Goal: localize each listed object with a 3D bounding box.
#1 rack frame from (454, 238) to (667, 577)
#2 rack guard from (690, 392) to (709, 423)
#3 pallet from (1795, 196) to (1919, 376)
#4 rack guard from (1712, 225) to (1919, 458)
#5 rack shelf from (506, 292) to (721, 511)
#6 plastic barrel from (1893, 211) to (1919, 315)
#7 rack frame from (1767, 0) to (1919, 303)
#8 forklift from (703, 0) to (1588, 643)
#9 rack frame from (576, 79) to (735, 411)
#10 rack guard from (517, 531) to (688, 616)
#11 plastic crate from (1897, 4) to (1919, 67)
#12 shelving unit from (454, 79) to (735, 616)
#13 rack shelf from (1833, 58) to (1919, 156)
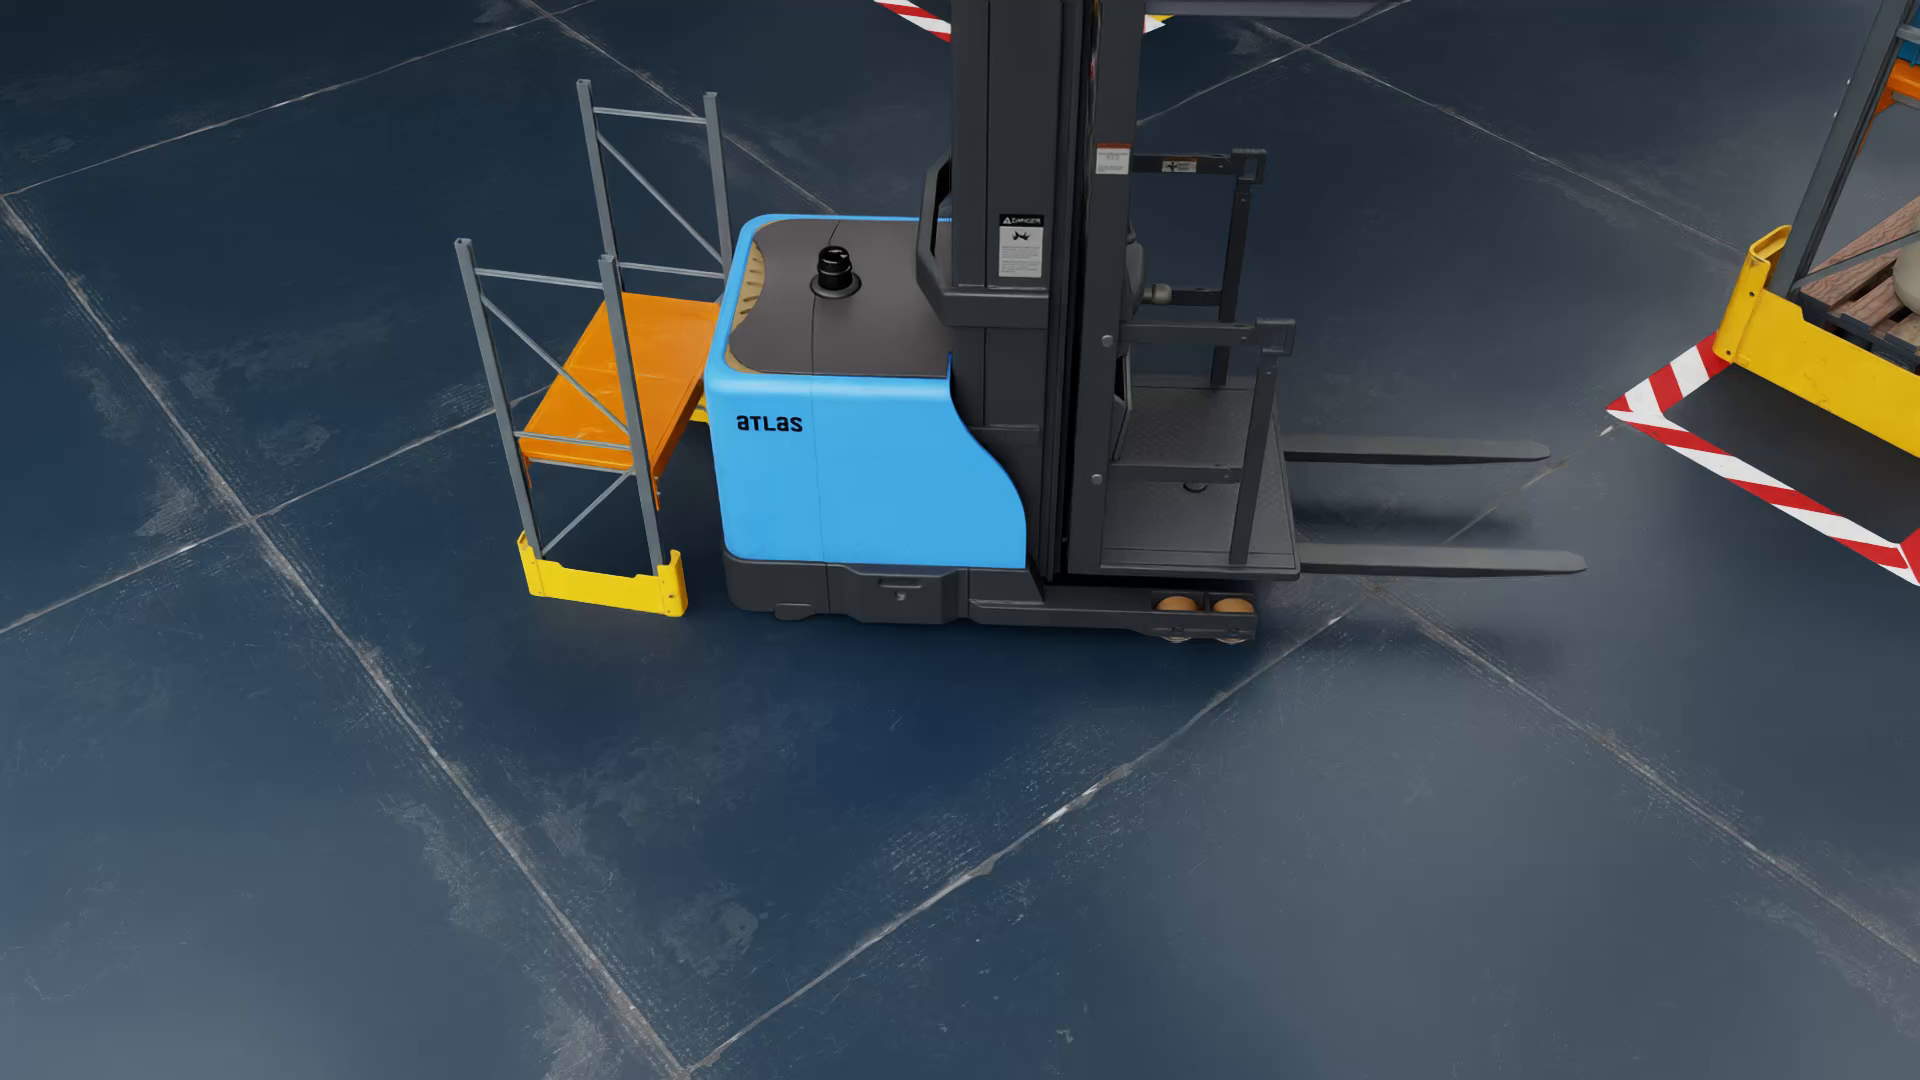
[{"bbox_3d":[-1.277,-0.325,5.500,0.500,1.500,0.032,8,44,8],"label":"rack frame"},{"bbox_3d":[-1.077,-0.551,6.654,0.587,0.250,0.087,8,44,8],"label":"rack guard"},{"bbox_3d":[4.324,-1.013,7.174,1.213,0.211,1.003,-30,51,-28],"label":"pallet"},{"bbox_3d":[3.697,-0.764,6.698,0.348,0.500,1.175,-30,51,-28],"label":"rack guard"},{"bbox_3d":[-1.177,-0.535,5.986,0.538,0.185,1.000,8,44,8],"label":"rack shelf"},{"bbox_3d":[4.125,-1.193,6.839,0.421,0.512,0.421,0,43,0],"label":"plastic barrel"},{"bbox_3d":[3.669,-1.617,5.781,0.127,3.000,1.000,-30,51,-28],"label":"rack frame"},{"bbox_3d":[0.700,-1.079,5.258,3.031,2.935,1.130,2,43,2],"label":"forklift"},{"bbox_3d":[-1.077,-1.007,6.227,0.500,1.500,0.032,8,44,8],"label":"rack frame"},{"bbox_3d":[-1.273,0.118,5.942,0.587,0.250,0.087,8,44,8],"label":"rack guard"},{"bbox_3d":[3.861,-1.940,6.233,0.616,0.251,0.499,-30,51,-28],"label":"plastic crate"},{"bbox_3d":[-1.175,-0.672,5.870,0.587,1.500,1.083,8,44,8],"label":"shelving unit"},{"bbox_3d":[5.203,-2.233,6.963,4.000,0.370,1.077,-30,51,-28],"label":"rack shelf"}]
